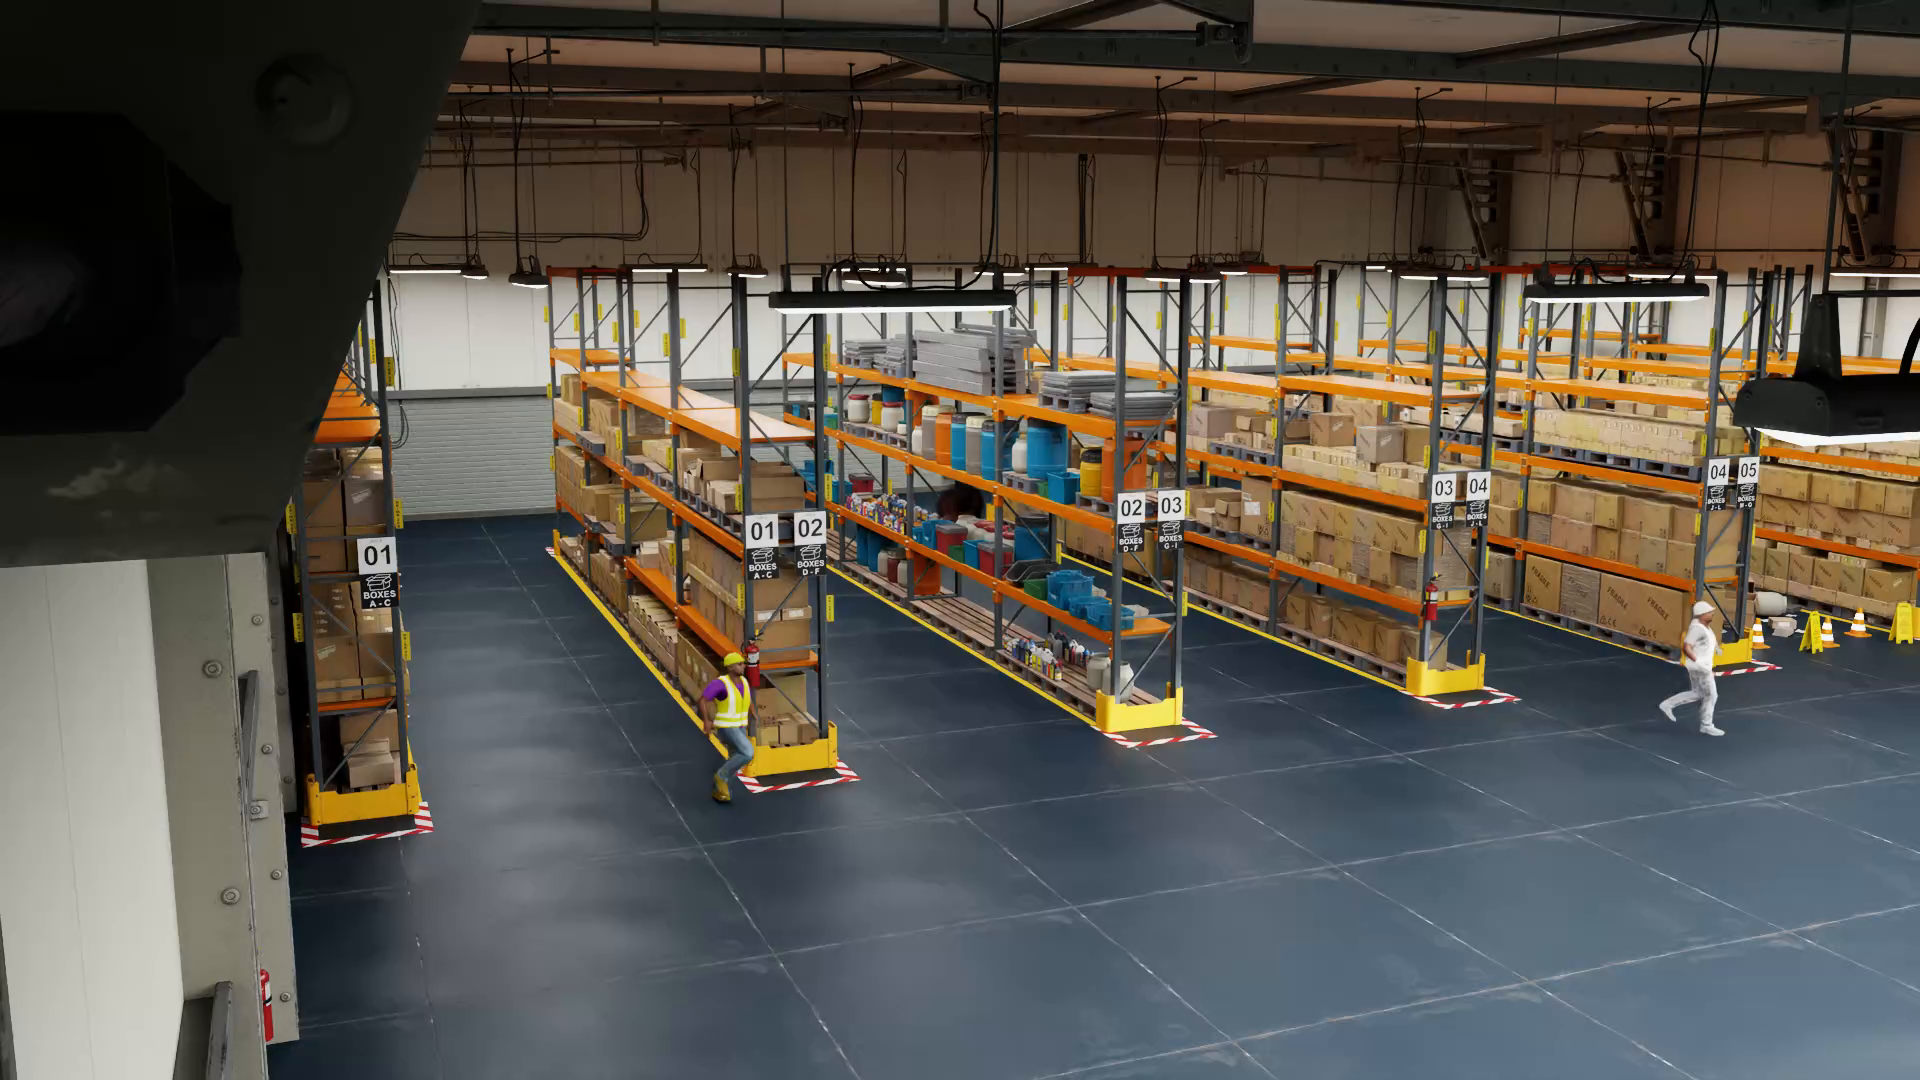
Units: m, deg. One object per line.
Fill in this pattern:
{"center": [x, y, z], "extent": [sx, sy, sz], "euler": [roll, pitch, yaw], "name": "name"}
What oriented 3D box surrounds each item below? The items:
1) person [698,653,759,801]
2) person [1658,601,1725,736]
{"center": [-2.603, 2.163, 19.315], "extent": [0.613, 1.697, 0.736], "euler": [5, 11, 29], "name": "person"}
{"center": [9.715, 1.677, 21.973], "extent": [0.837, 1.779, 0.673], "euler": [4, 11, 20], "name": "person"}
